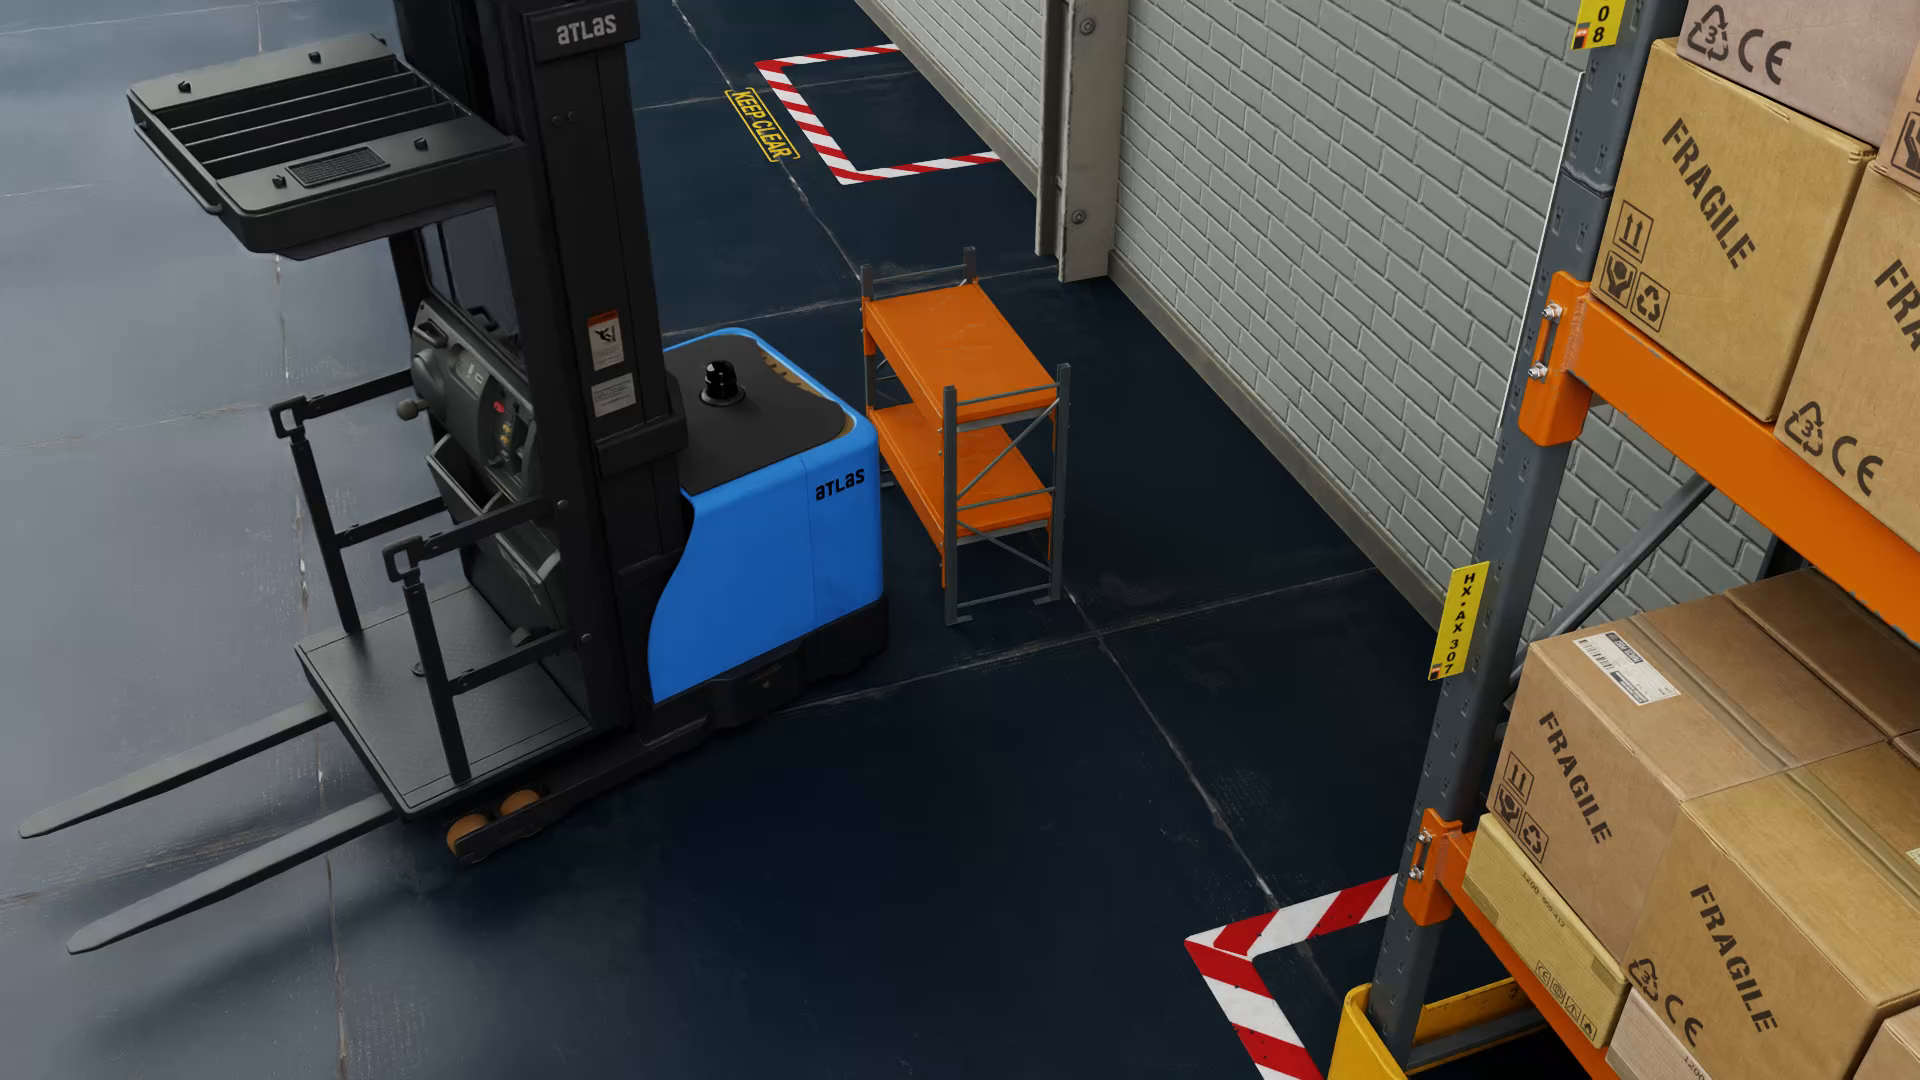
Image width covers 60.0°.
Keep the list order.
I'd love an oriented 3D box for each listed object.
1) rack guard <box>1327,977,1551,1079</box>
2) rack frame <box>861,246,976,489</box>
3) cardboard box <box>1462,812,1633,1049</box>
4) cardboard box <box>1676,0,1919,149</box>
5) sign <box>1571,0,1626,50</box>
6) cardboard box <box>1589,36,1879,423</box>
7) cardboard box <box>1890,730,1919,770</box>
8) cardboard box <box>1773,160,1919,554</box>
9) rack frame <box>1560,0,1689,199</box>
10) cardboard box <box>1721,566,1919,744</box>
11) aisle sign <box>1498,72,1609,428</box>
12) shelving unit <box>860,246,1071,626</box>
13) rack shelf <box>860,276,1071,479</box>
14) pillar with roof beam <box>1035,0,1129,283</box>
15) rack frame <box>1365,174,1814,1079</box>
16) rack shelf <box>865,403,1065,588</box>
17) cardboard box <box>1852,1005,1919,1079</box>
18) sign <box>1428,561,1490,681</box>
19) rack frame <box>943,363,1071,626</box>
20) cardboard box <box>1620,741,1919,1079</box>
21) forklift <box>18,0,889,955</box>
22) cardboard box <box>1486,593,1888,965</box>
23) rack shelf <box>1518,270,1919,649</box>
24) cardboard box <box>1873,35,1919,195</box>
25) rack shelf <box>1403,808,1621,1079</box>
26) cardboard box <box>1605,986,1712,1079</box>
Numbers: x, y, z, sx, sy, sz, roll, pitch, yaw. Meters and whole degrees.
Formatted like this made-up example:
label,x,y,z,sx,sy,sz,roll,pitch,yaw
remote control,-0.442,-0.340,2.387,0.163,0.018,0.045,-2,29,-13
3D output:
label,x,y,z,sx,sy,sz,roll,pitch,yaw
rack guard,1.674,1.462,4.894,1.175,0.500,0.348,-12,39,-16
rack frame,-0.173,-0.733,7.288,0.500,1.125,0.032,-12,39,-16
cardboard box,1.517,0.814,3.785,0.500,0.250,0.500,-14,39,-17
cardboard box,1.552,-0.957,2.604,0.500,0.500,0.500,-15,40,-19
sign,1.138,-1.015,2.884,0.100,0.325,0.005,-12,39,-16
cardboard box,1.528,-0.585,2.941,0.500,0.500,0.500,-11,38,-15
cardboard box,2.173,0.681,3.337,0.500,0.500,0.500,-12,39,-15
cardboard box,1.679,-0.274,2.528,0.500,0.500,0.500,-10,38,-13
rack frame,1.647,-1.976,2.394,1.000,3.000,0.127,-12,39,-16
cardboard box,2.009,0.395,3.717,0.500,0.500,0.500,-13,39,-16
aisle sign,1.341,-0.597,3.388,0.394,0.787,0.004,-12,39,-16
shelving unit,0.002,-0.445,6.906,0.538,1.125,1.048,-12,39,-16
rack shelf,0.002,-0.679,6.730,0.538,0.278,1.000,-12,39,-16
pillar with roof beam,-3.406,-4.258,5.423,9.100,9.000,0.400,-12,39,-16
rack frame,1.647,0.420,4.199,1.000,3.000,0.127,-12,39,-16
rack shelf,0.002,-0.250,7.054,0.538,0.278,1.000,-12,39,-16
cardboard box,1.862,1.079,2.809,0.500,0.500,0.500,-14,39,-17
sign,1.138,0.187,3.789,0.100,0.325,0.005,-12,39,-16
rack frame,0.177,-0.158,6.525,0.500,1.125,0.032,-12,39,-16
cardboard box,1.690,0.786,3.198,0.500,0.500,0.500,-12,39,-16
forklift,-1.762,-0.415,5.365,3.031,2.935,1.130,-25,43,-29
cardboard box,1.530,0.505,3.572,0.500,0.500,0.500,-12,39,-16
rack shelf,2.336,0.639,2.013,1.077,0.370,4.000,-12,39,-16
cardboard box,1.677,-0.663,2.214,0.500,0.500,0.500,-13,39,-16
rack shelf,2.336,1.837,2.915,1.077,0.370,4.000,-12,39,-16
cardboard box,1.709,1.104,3.399,0.500,0.250,0.500,-14,39,-17
